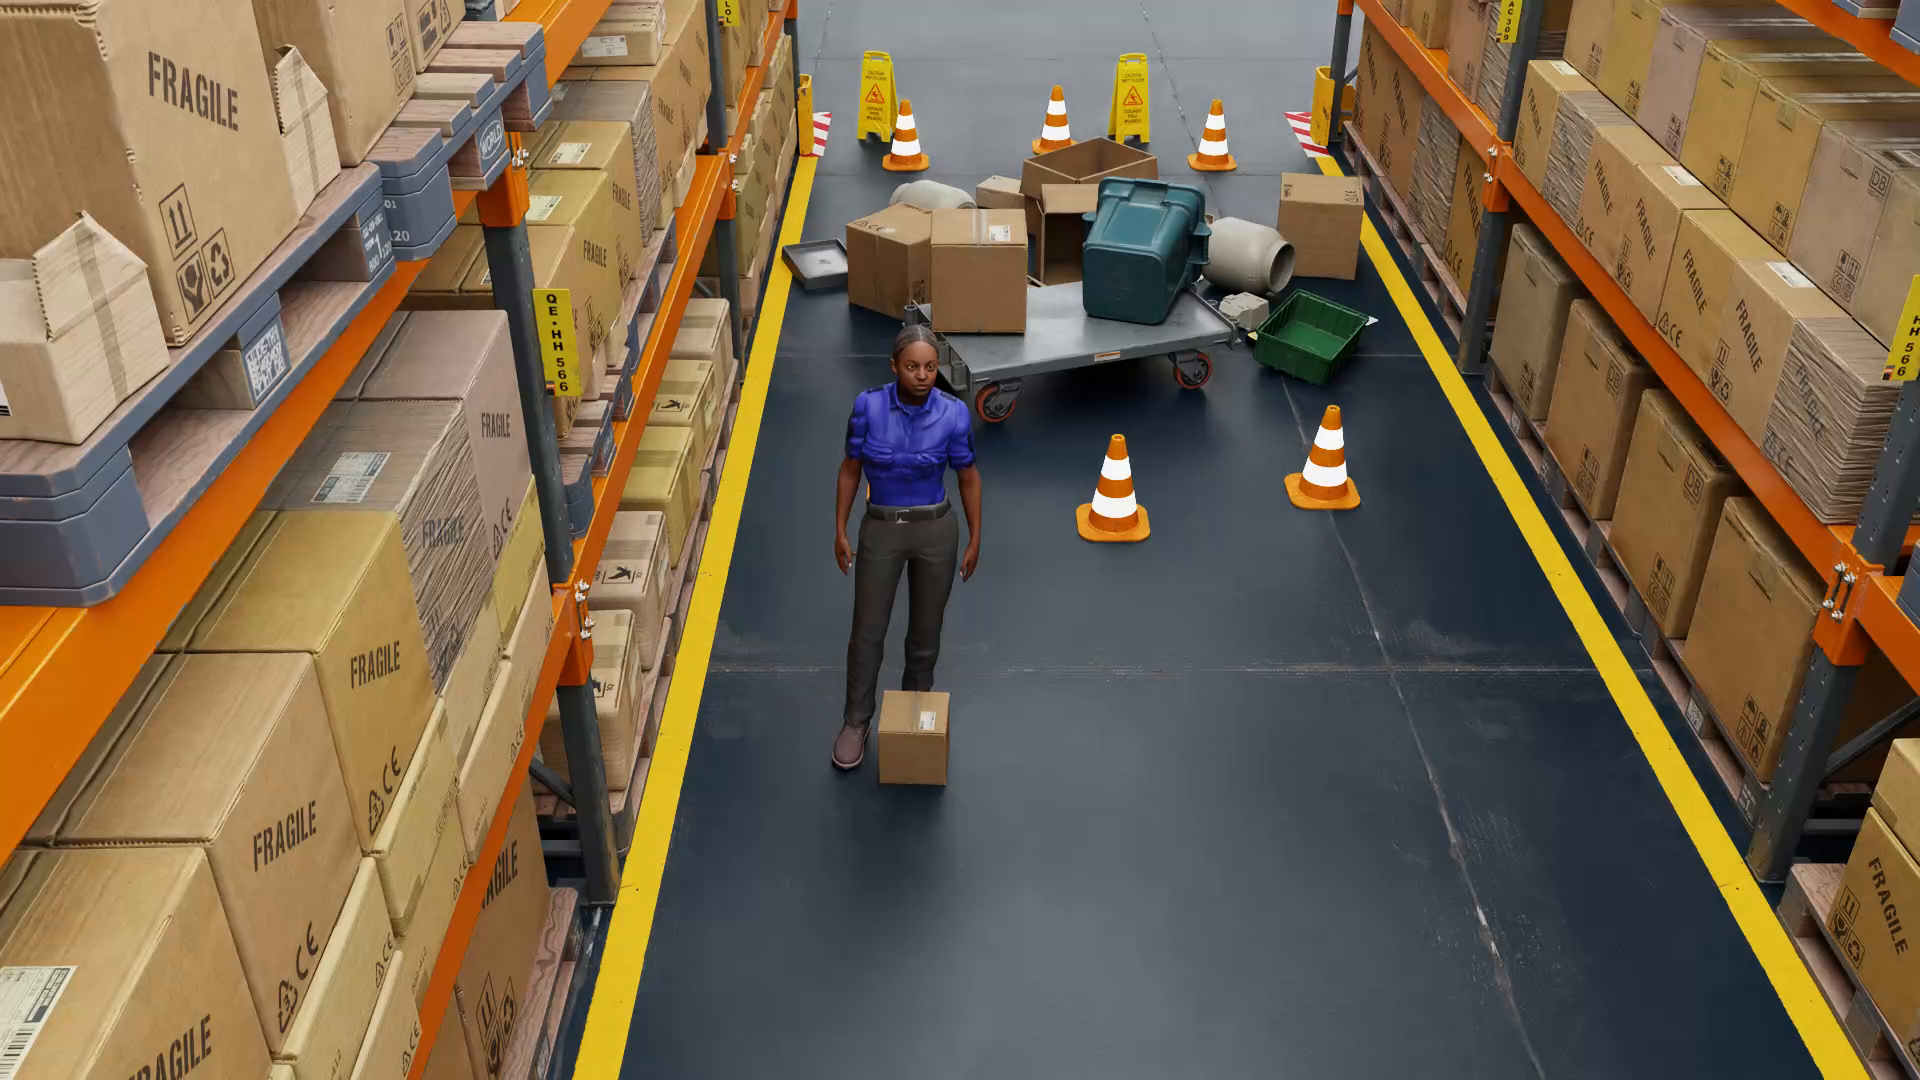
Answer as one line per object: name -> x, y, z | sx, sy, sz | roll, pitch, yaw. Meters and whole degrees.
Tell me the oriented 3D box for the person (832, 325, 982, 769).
person -> -0.204, 0.040, 6.060 | 0.570, 1.654, 0.504 | 0, 32, 0
